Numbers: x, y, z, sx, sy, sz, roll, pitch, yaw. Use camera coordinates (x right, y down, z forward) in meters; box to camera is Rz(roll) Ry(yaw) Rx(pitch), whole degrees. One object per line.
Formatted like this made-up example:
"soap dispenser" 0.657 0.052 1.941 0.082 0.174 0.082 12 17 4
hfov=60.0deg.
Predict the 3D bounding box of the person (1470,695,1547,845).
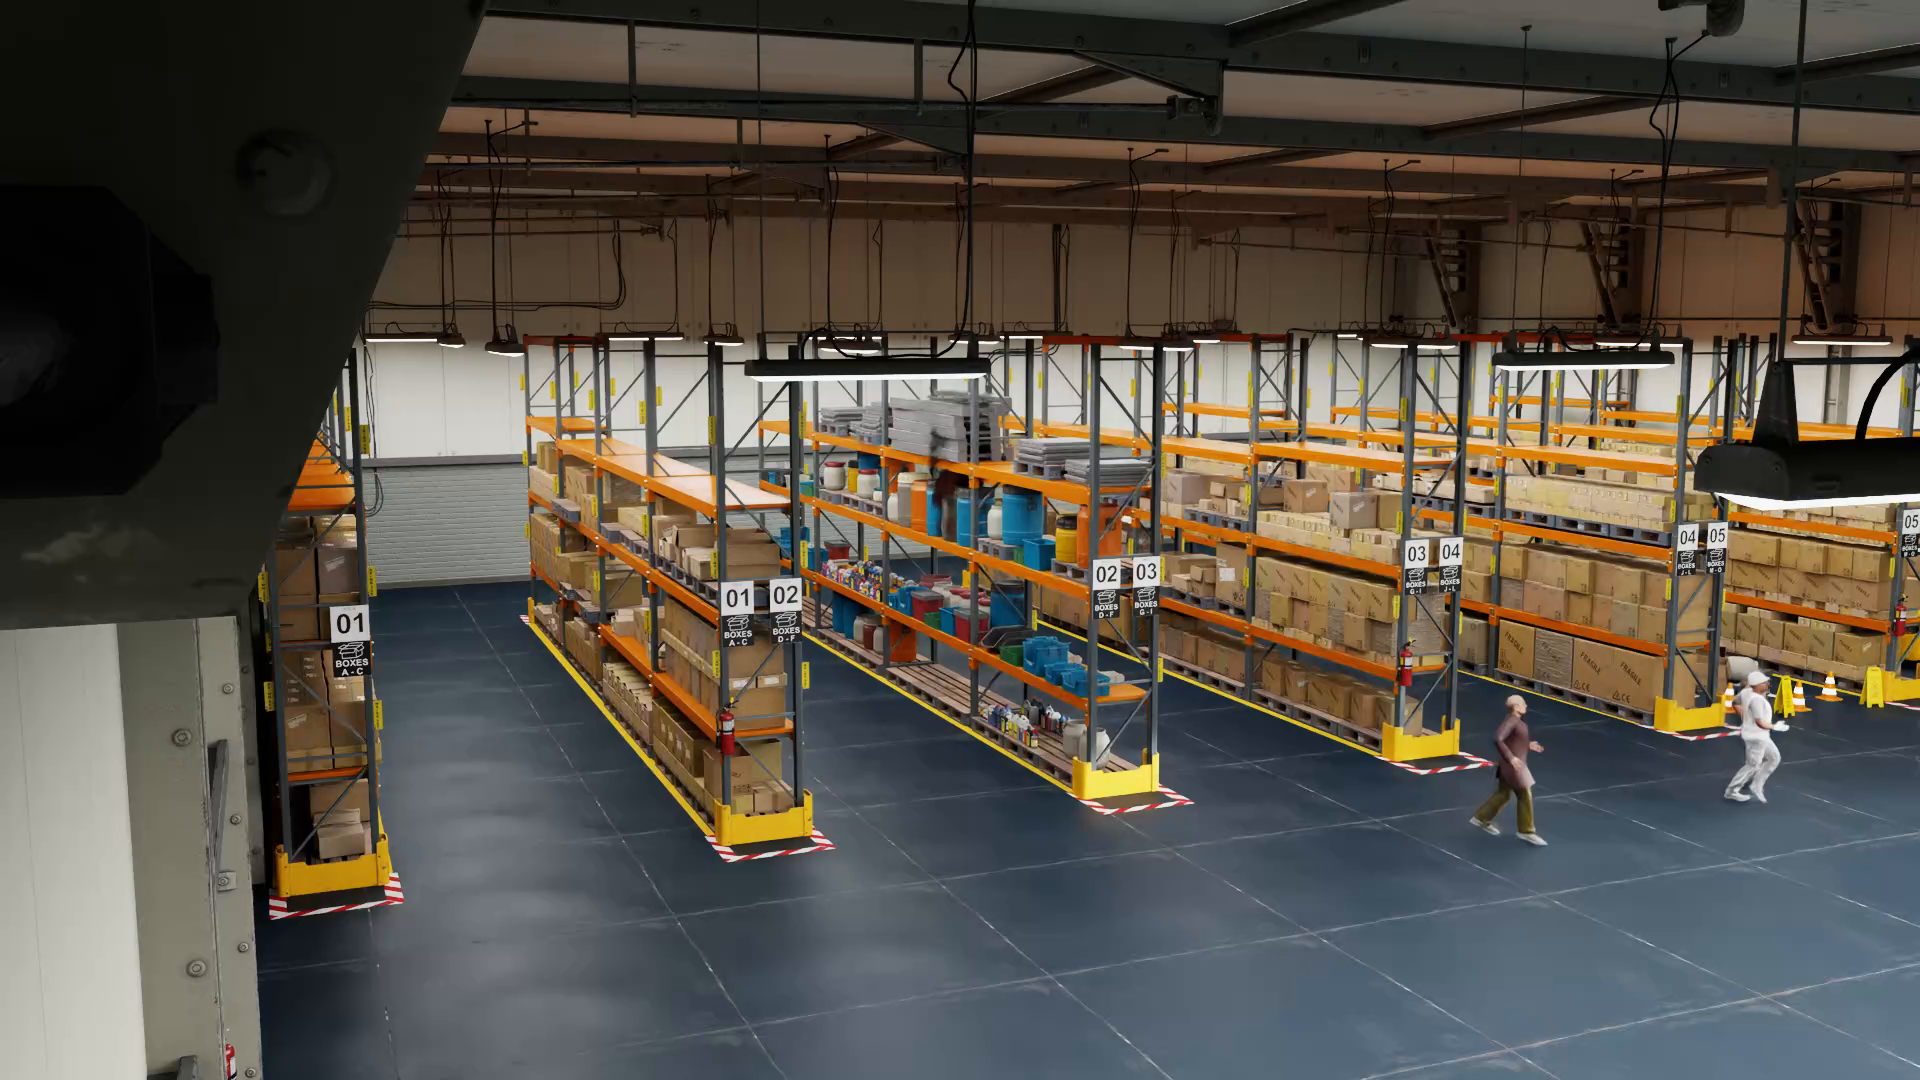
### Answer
"person" 6.682 2.777 20.177 0.899 1.823 0.697 2 8 13

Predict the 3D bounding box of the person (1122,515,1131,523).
"person" 3.958 0.044 40.768 0.687 1.807 0.876 7 10 43

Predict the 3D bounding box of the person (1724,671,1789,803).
"person" 10.428 2.586 21.754 0.705 1.782 0.693 3 8 19
